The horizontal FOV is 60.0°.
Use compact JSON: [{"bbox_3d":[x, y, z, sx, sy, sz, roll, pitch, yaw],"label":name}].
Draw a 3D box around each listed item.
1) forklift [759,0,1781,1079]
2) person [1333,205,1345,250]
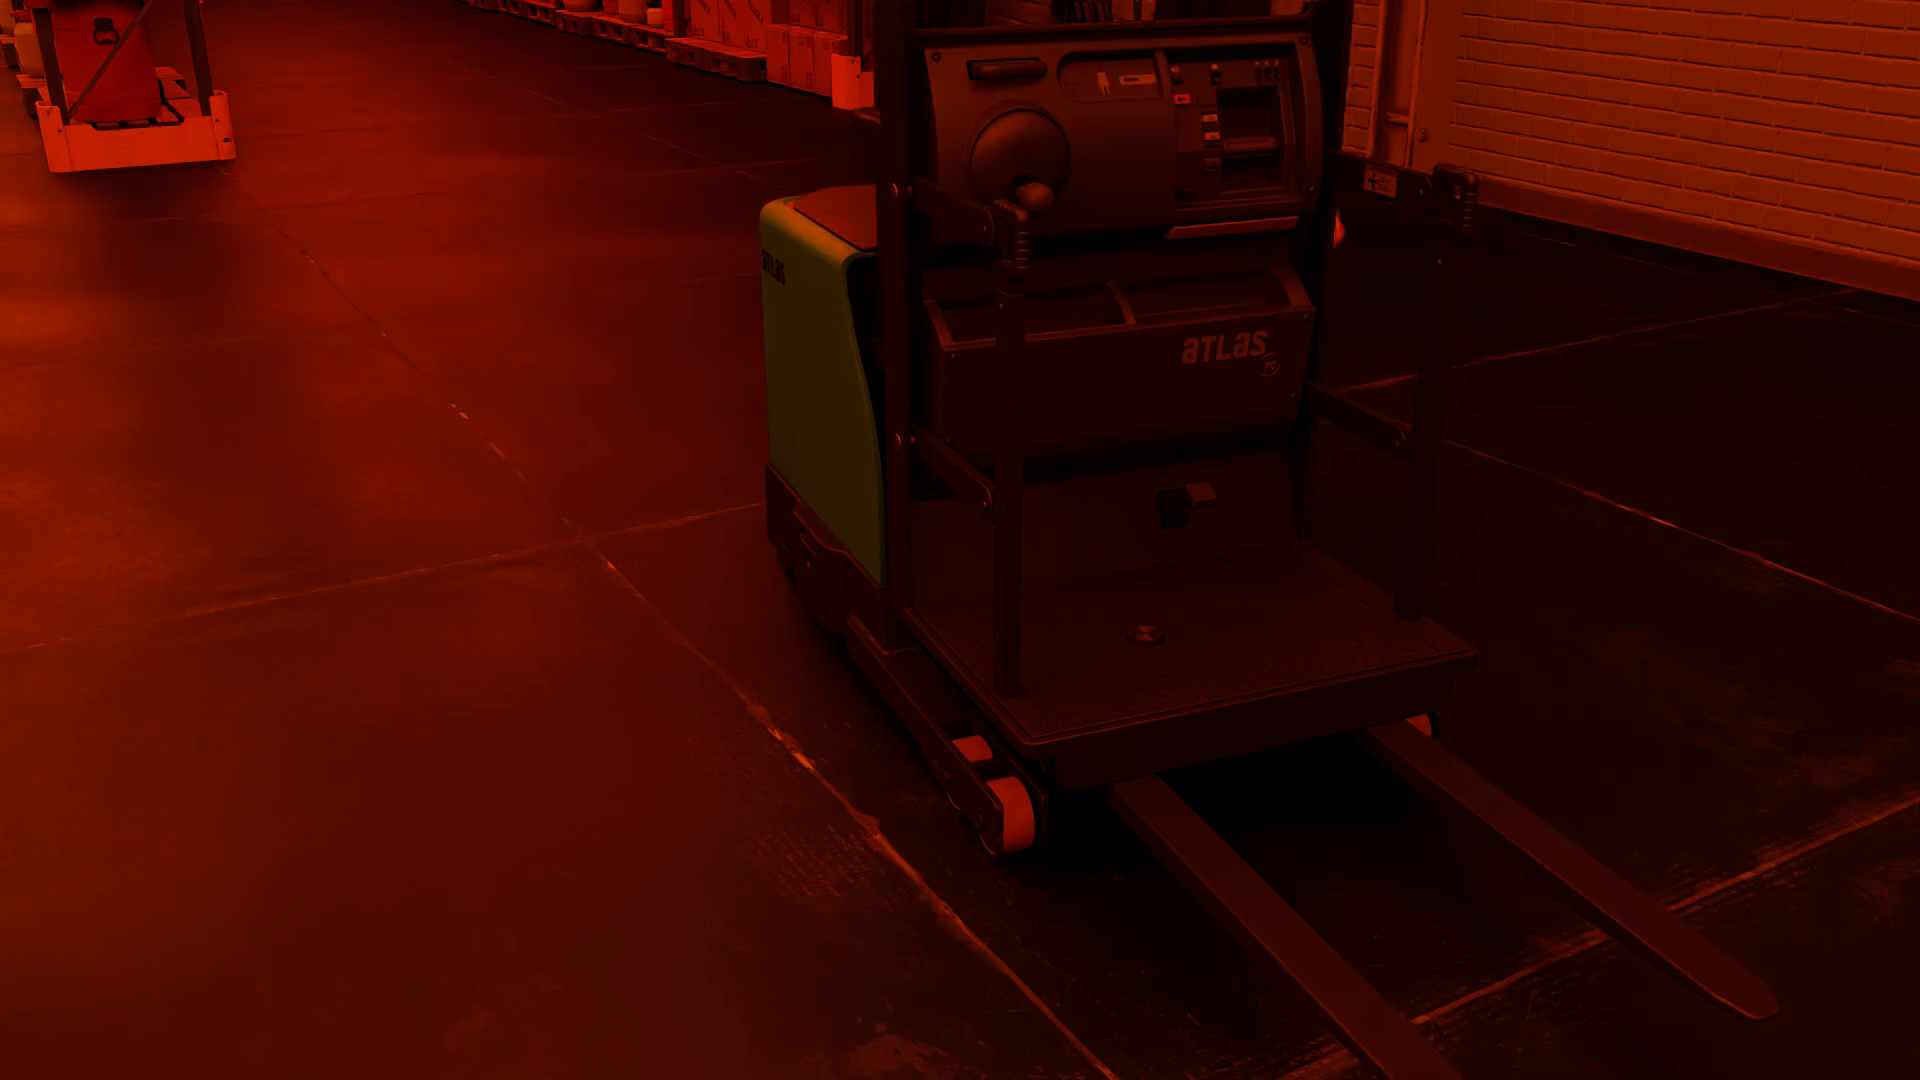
[{"bbox_3d":[0.451,-0.872,3.397,1.130,2.935,3.031,-9,24,-20],"label":"forklift"},{"bbox_3d":[0.622,-0.647,4.776,0.931,1.403,0.818,19,29,38],"label":"person"}]
